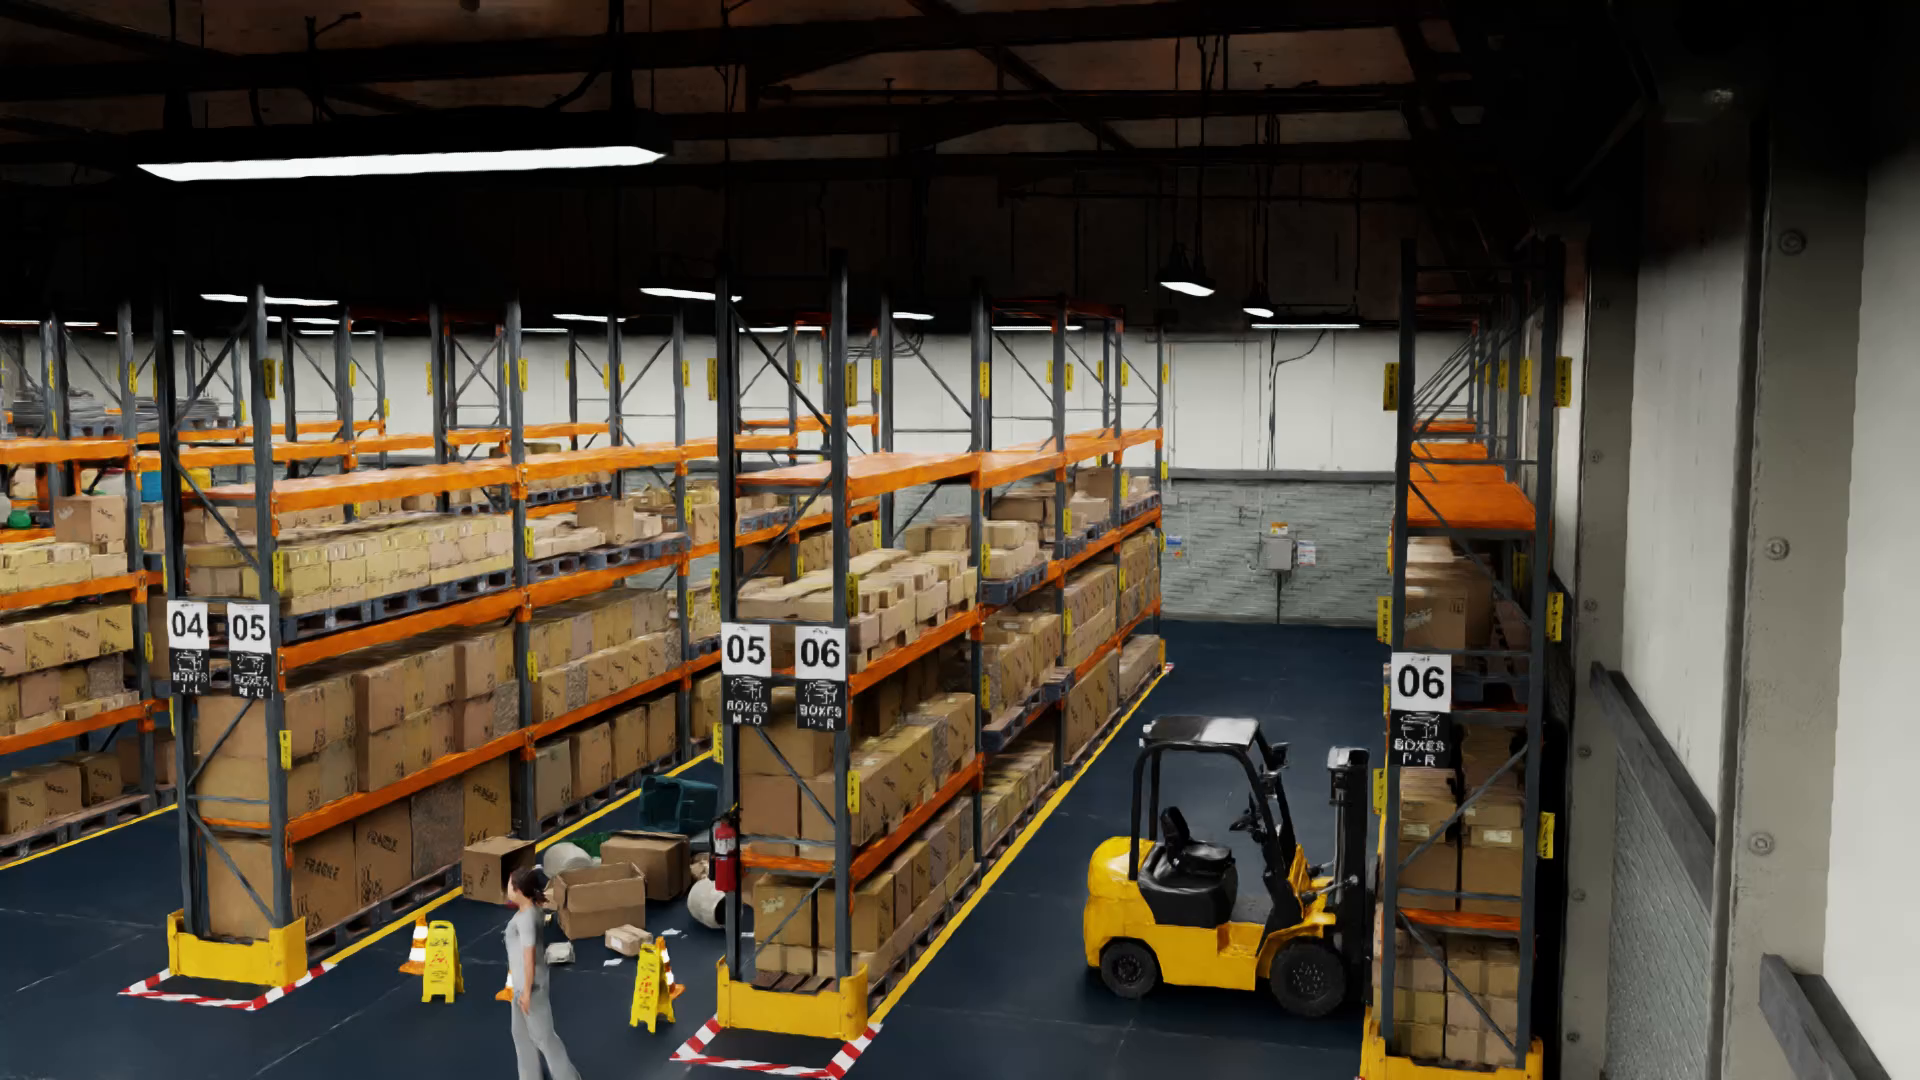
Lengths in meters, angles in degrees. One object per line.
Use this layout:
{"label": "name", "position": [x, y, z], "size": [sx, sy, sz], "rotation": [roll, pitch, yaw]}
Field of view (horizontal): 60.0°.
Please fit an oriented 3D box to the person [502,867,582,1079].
{"label": "person", "position": [-2.950, 3.118, 11.665], "size": [0.543, 1.664, 0.567], "rotation": [-1, 6, -13]}
